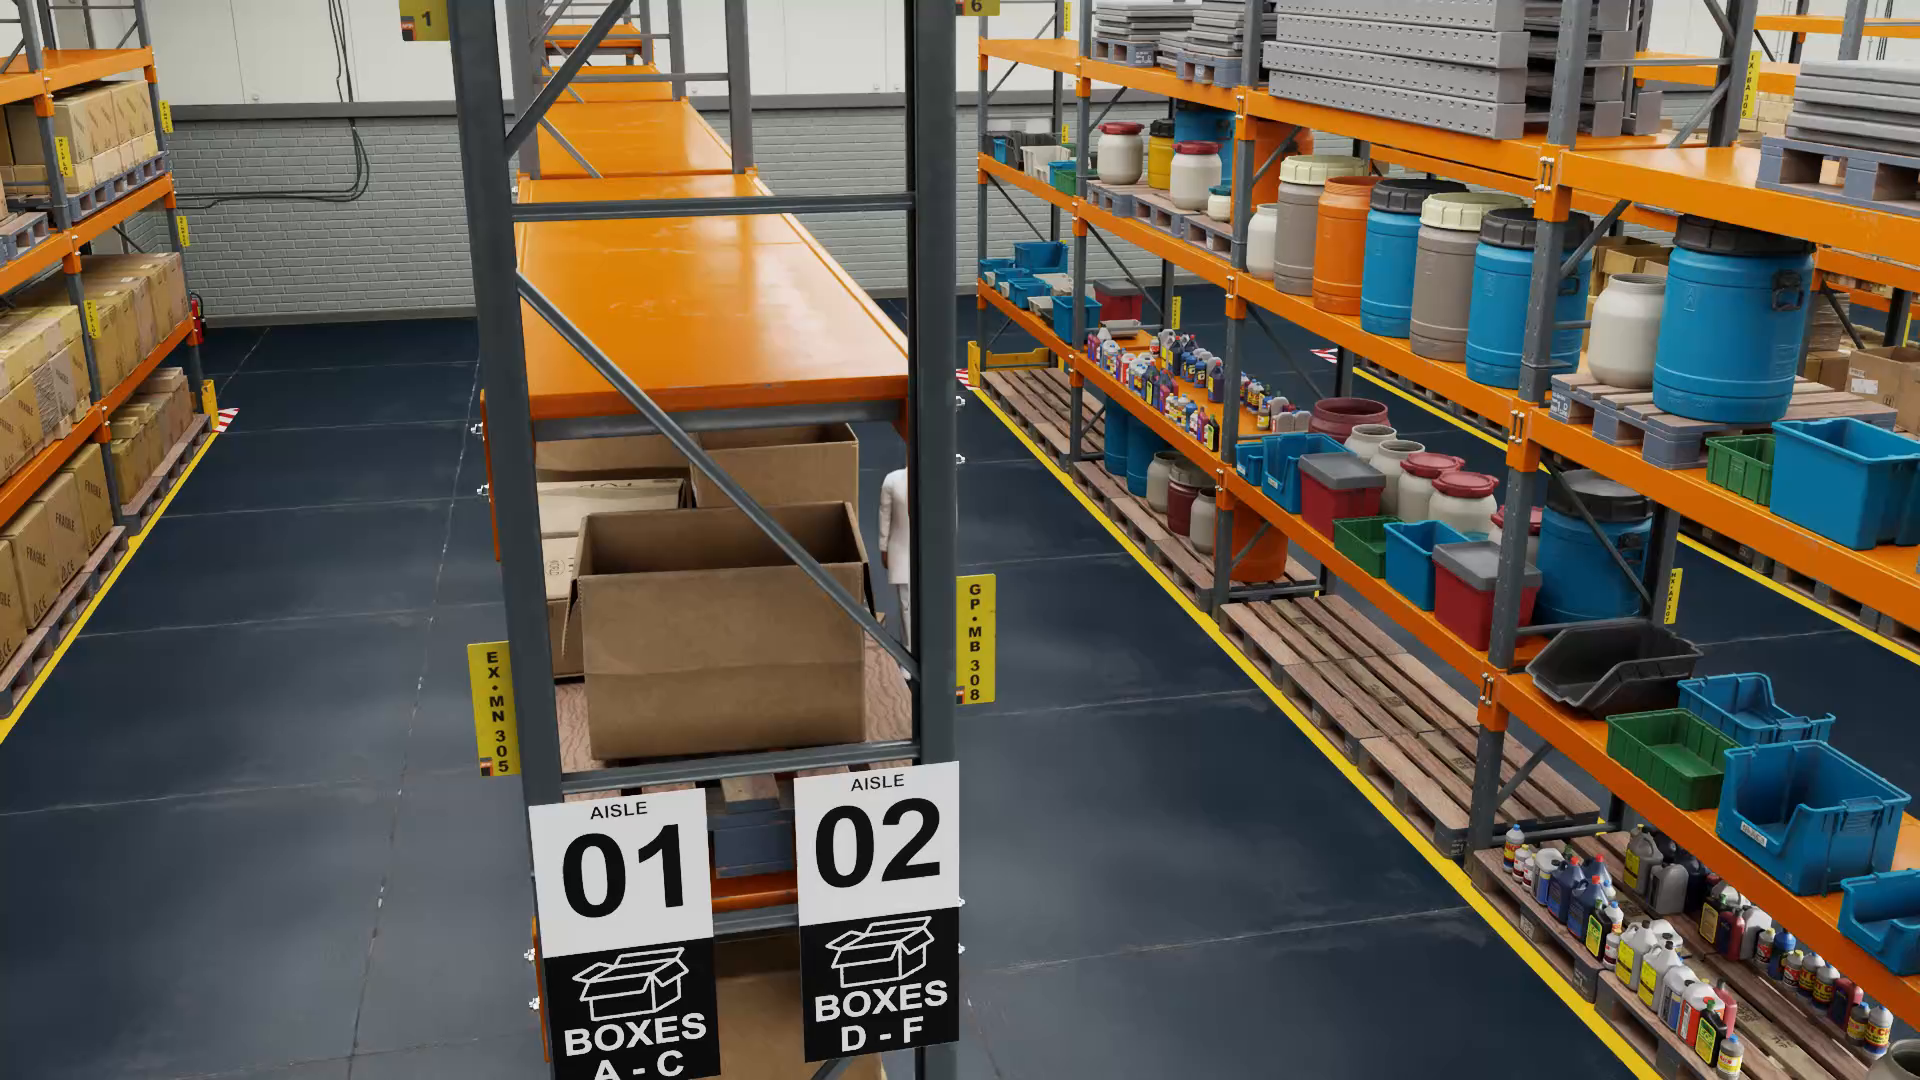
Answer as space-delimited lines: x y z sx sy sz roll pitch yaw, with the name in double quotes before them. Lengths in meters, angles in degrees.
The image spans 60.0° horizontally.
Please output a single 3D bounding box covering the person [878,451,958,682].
"person" -0.303 0.074 12.212 0.576 1.736 1.112 -3 20 -10
